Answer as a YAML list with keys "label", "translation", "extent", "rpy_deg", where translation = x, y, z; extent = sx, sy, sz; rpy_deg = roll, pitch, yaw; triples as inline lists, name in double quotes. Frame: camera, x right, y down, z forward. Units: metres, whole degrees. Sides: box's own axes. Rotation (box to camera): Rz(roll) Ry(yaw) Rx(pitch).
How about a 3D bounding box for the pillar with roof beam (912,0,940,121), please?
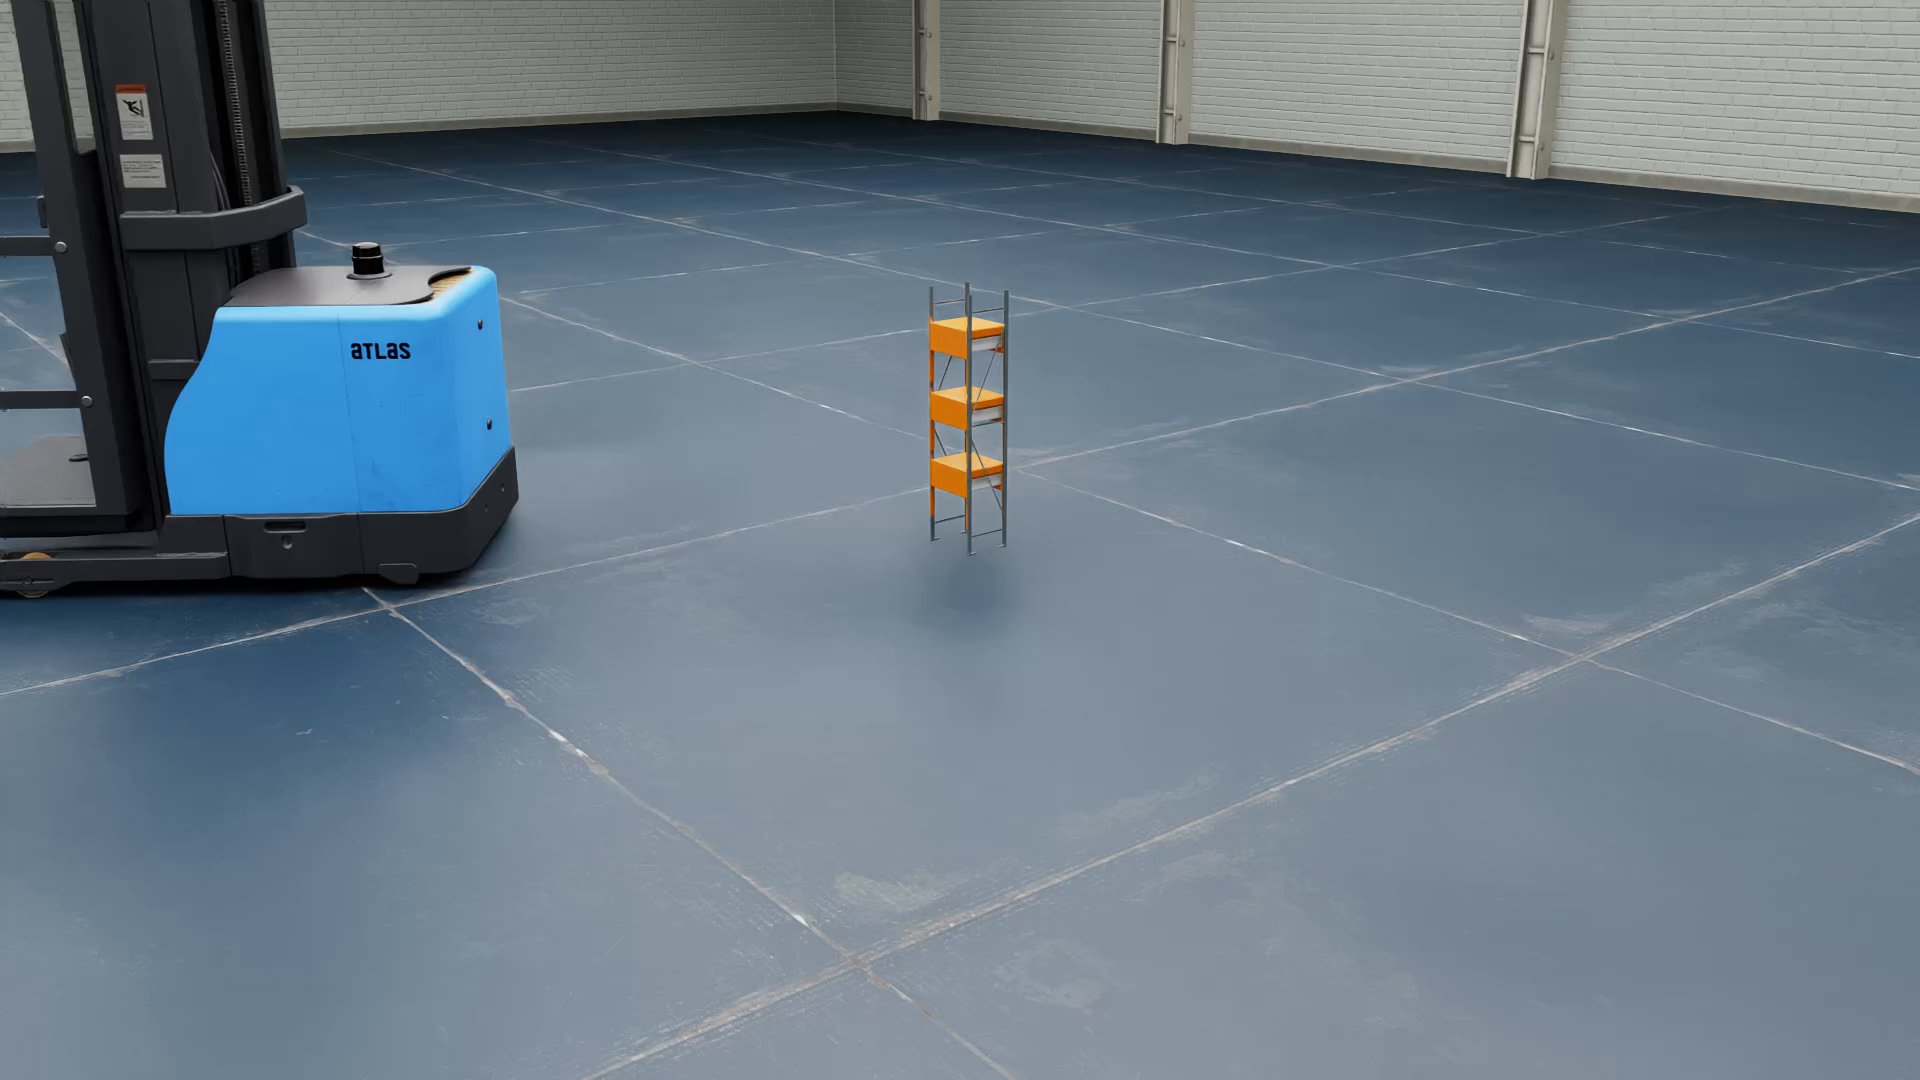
- label: "pillar with roof beam"
  translation: [-3.960, -10.777, 25.092]
  extent: [9.100, 9.000, 0.400]
  rpy_deg: [-14, 23, -36]

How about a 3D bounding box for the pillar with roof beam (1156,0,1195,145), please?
- label: "pillar with roof beam"
  translation: [-0.234, -9.298, 20.627]
  extent: [9.100, 9.000, 0.400]
  rpy_deg: [-14, 23, -36]

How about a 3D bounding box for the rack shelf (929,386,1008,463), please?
- label: "rack shelf"
  translation: [0.033, -0.475, 6.661]
  extent: [0.215, 0.259, 0.240]
  rpy_deg: [-14, 23, -36]

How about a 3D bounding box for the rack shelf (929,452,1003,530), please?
- label: "rack shelf"
  translation: [0.033, -0.211, 6.748]
  extent: [0.215, 0.259, 0.240]
  rpy_deg: [-14, 23, -36]

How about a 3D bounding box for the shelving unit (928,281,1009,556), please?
- label: "shelving unit"
  translation: [0.033, -0.485, 6.658]
  extent: [0.215, 1.050, 0.252]
  rpy_deg: [-14, 23, -36]

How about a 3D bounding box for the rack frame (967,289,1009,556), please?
- label: "rack frame"
  translation: [0.109, -0.455, 6.567]
  extent: [0.200, 1.050, 0.008]
  rpy_deg: [-14, 23, -36]

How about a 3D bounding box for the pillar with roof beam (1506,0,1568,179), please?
- label: "pillar with roof beam"
  translation: [3.491, -7.820, 16.162]
  extent: [9.100, 9.000, 0.400]
  rpy_deg: [-14, 23, -36]

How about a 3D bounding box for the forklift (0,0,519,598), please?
- label: "forklift"
  translation: [-3.394, -1.343, 6.255]
  extent: [3.031, 2.935, 1.130]
  rpy_deg: [-1, 18, -2]

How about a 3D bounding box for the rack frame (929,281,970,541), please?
- label: "rack frame"
  translation: [-0.043, -0.515, 6.748]
  extent: [0.200, 1.050, 0.008]
  rpy_deg: [-14, 23, -36]

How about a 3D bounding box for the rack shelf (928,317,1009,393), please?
- label: "rack shelf"
  translation: [0.033, -0.745, 6.572]
  extent: [0.215, 0.259, 0.240]
  rpy_deg: [-14, 23, -36]
